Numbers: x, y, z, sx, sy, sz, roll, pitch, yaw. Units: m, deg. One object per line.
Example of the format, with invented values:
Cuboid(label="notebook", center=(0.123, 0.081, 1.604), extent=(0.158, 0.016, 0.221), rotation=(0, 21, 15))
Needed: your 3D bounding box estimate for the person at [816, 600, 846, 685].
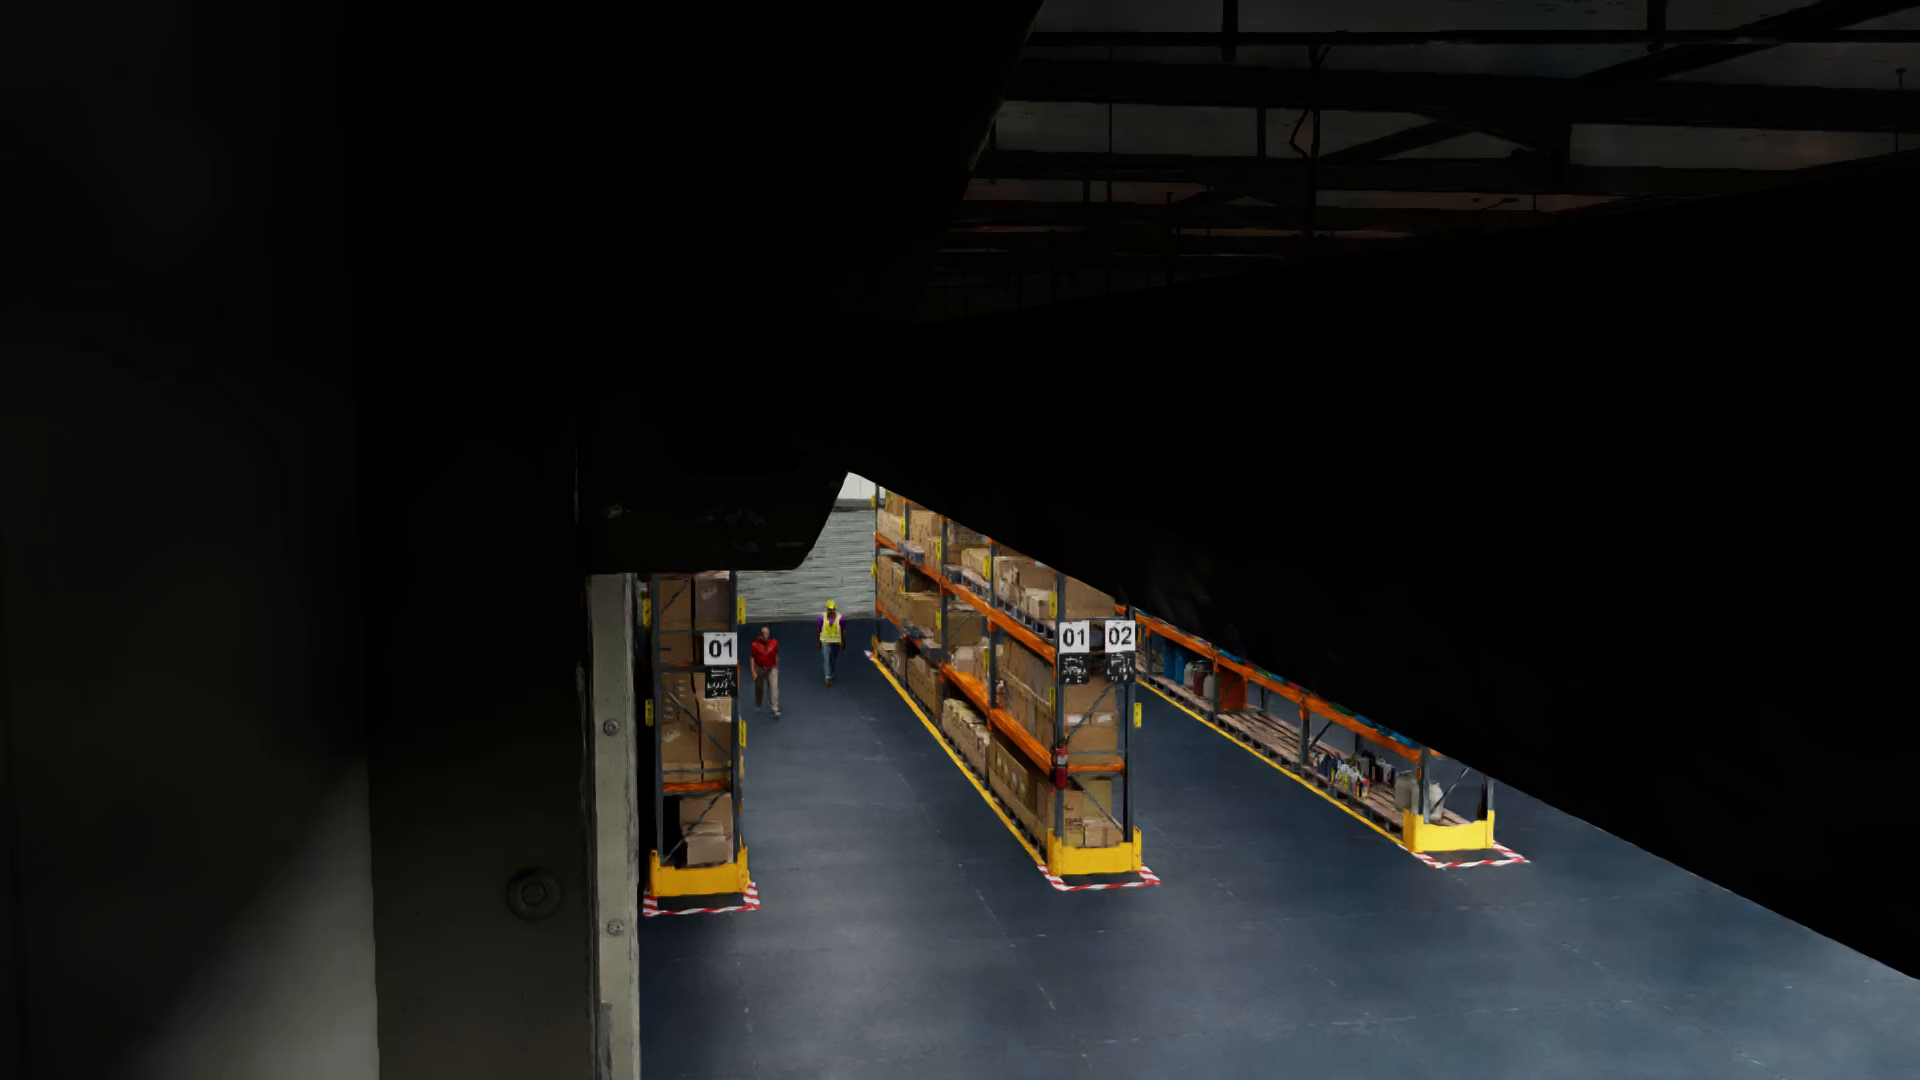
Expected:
Cuboid(label="person", center=(-2.584, 2.039, 33.541), extent=(0.575, 1.689, 1.128), rotation=(-1, 6, -13))

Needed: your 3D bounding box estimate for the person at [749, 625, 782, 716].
Cuboid(label="person", center=(-3.569, 2.370, 30.406), extent=(0.547, 1.640, 1.116), rotation=(-1, 6, -13))
